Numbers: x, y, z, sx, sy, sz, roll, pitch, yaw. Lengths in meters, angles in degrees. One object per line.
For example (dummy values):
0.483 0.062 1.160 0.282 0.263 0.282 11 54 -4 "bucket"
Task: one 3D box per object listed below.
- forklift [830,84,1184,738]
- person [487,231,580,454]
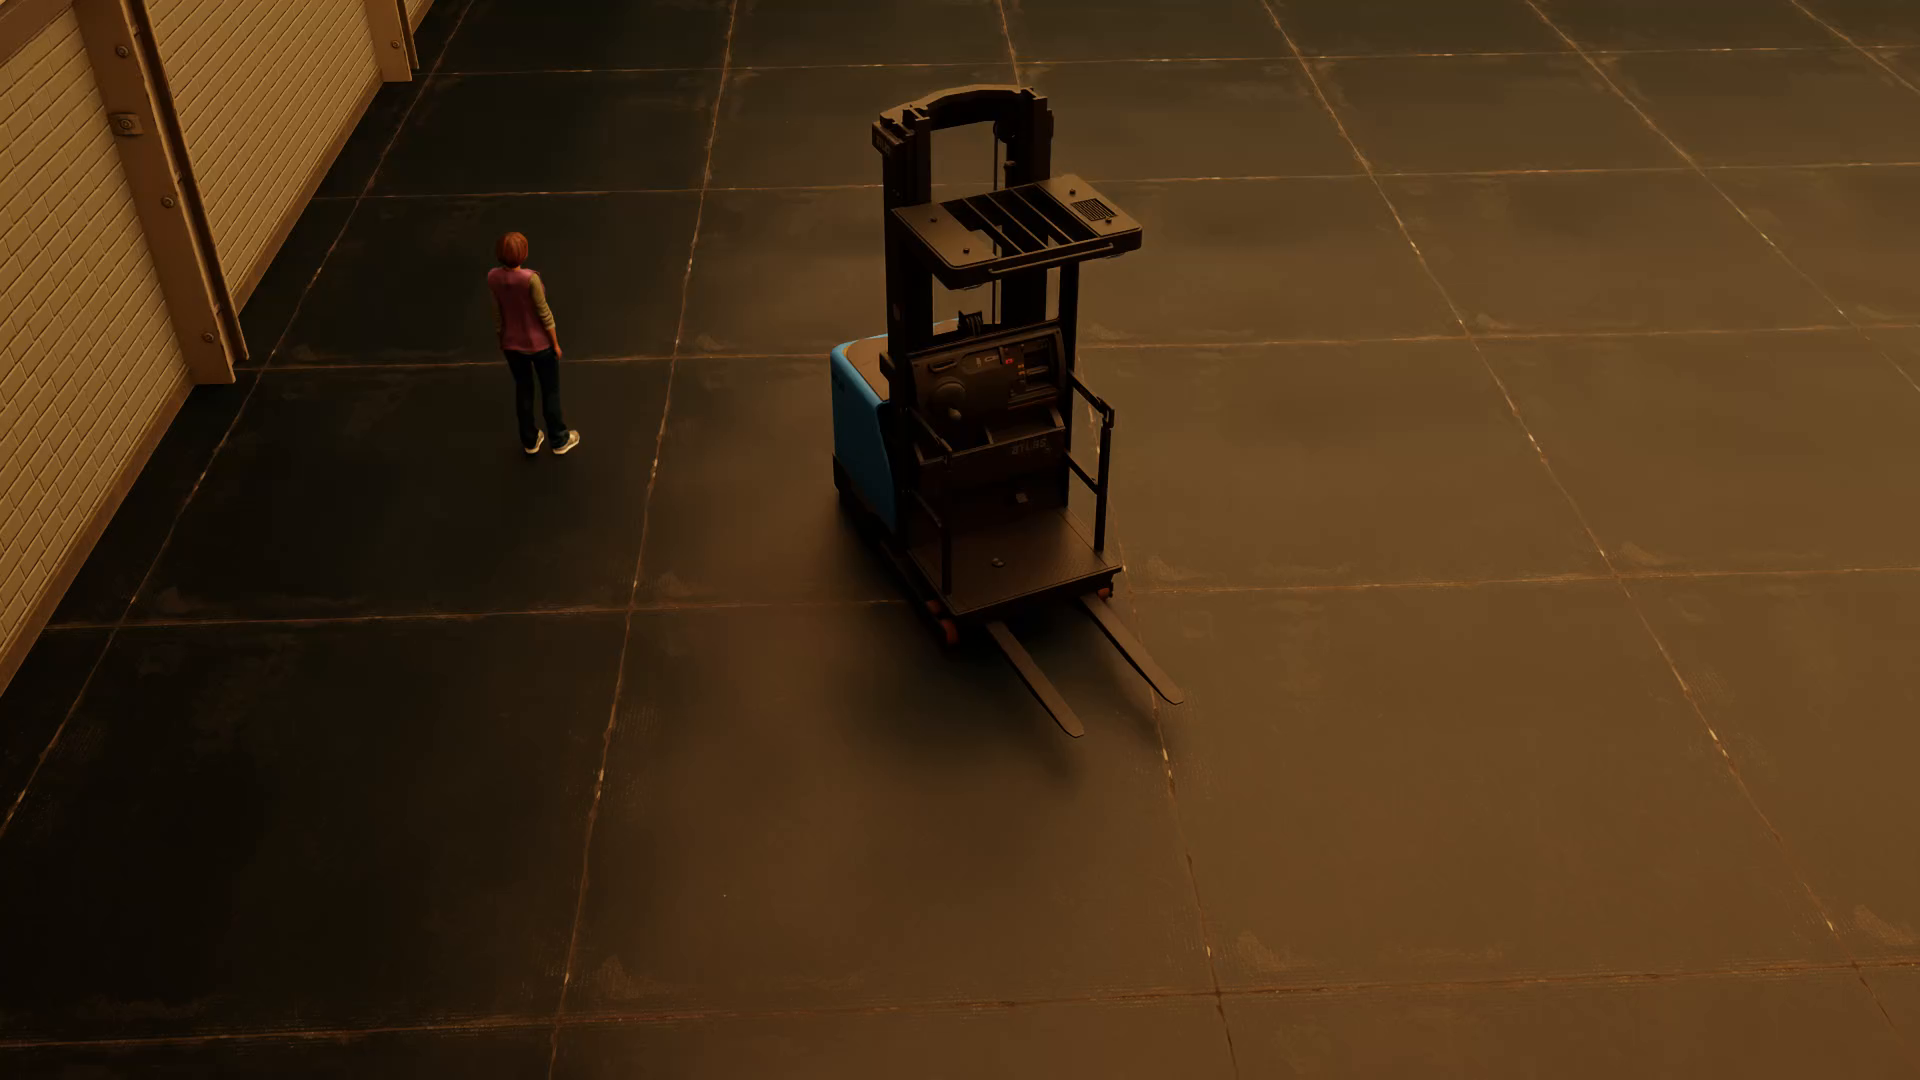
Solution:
0.258 -0.860 9.192 1.130 2.935 3.031 -15 39 -20 "forklift"
-2.820 -1.287 10.908 0.431 1.603 0.323 7 37 9 "person"
